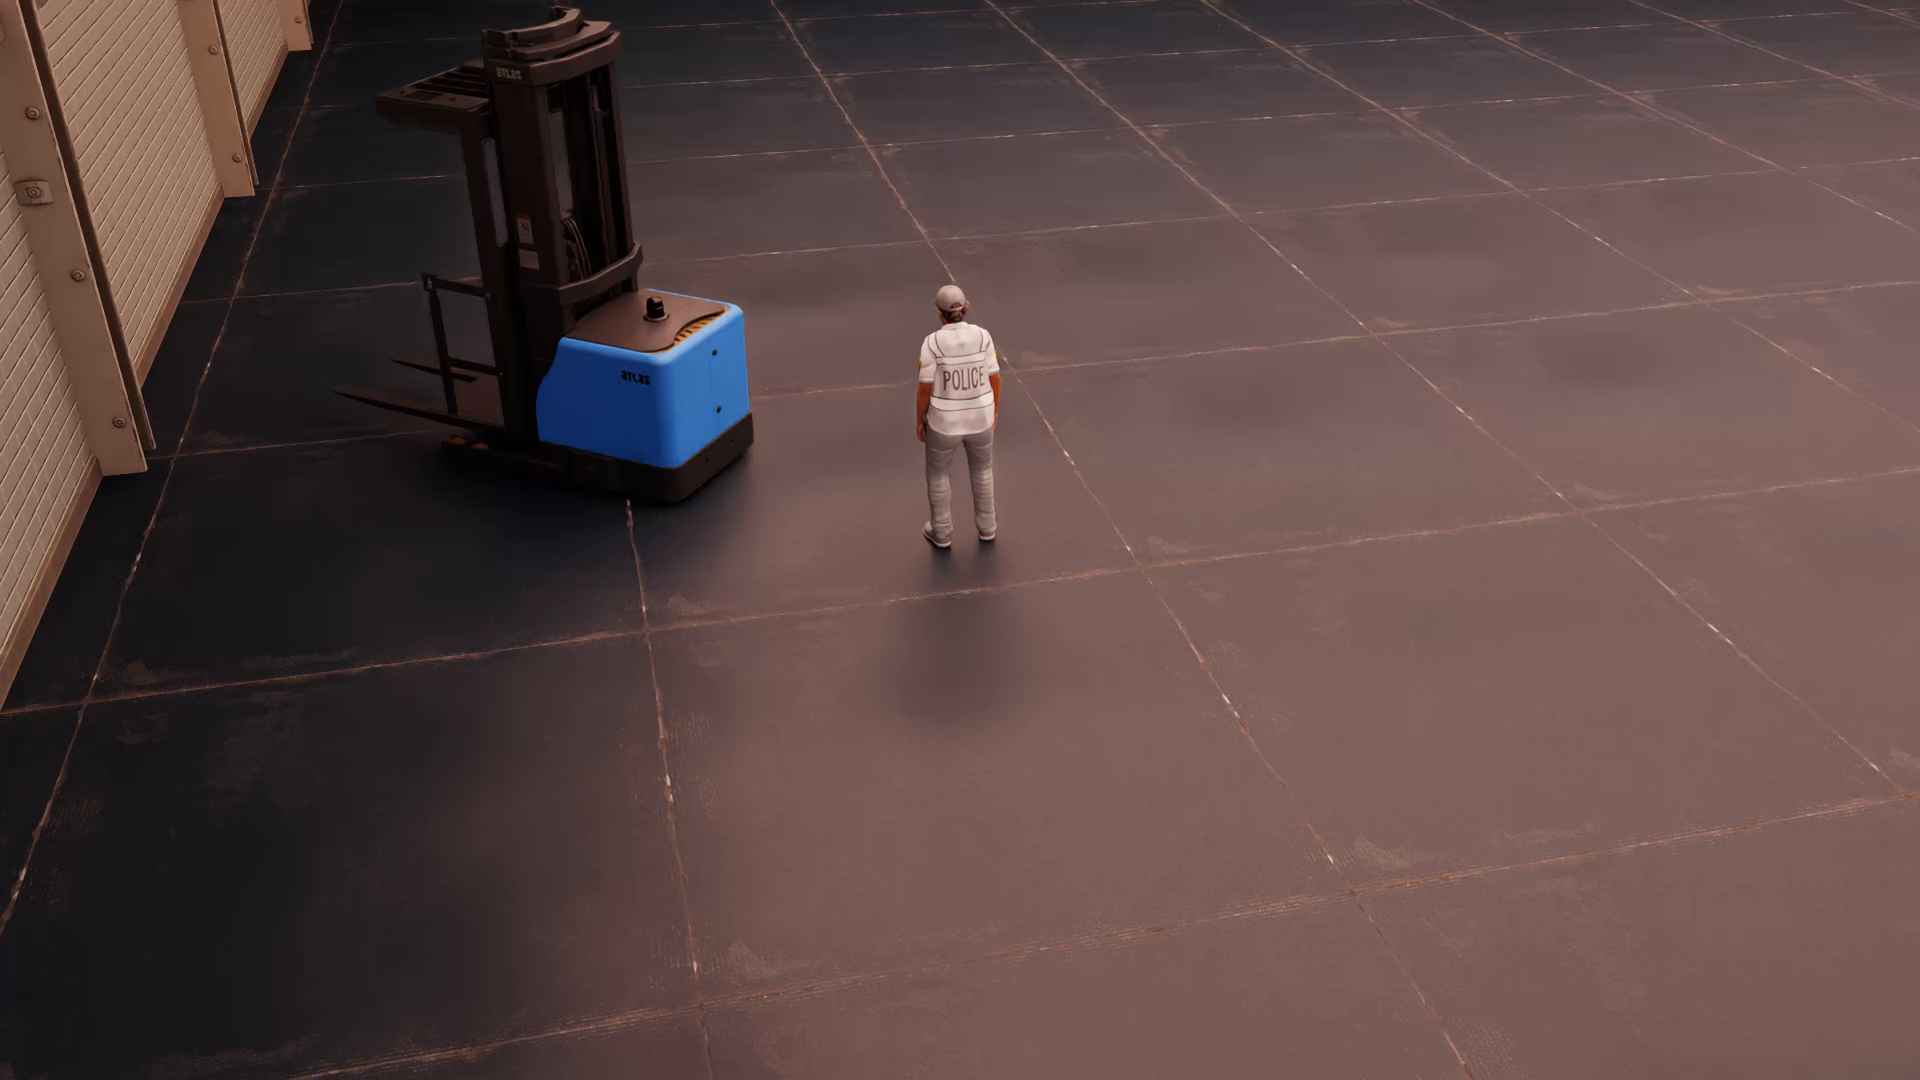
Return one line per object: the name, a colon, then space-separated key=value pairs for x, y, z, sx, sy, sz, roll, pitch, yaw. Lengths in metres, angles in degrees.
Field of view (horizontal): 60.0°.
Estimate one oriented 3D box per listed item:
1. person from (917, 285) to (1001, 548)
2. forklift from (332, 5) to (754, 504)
person: x=-0.009 y=-0.742 z=10.122 sx=0.546 sy=1.666 sz=0.466 roll=-8 pitch=31 yaw=-13
forklift: x=-2.989 y=-1.990 z=11.012 sx=3.031 sy=2.935 sz=1.130 roll=13 pitch=32 yaw=21
